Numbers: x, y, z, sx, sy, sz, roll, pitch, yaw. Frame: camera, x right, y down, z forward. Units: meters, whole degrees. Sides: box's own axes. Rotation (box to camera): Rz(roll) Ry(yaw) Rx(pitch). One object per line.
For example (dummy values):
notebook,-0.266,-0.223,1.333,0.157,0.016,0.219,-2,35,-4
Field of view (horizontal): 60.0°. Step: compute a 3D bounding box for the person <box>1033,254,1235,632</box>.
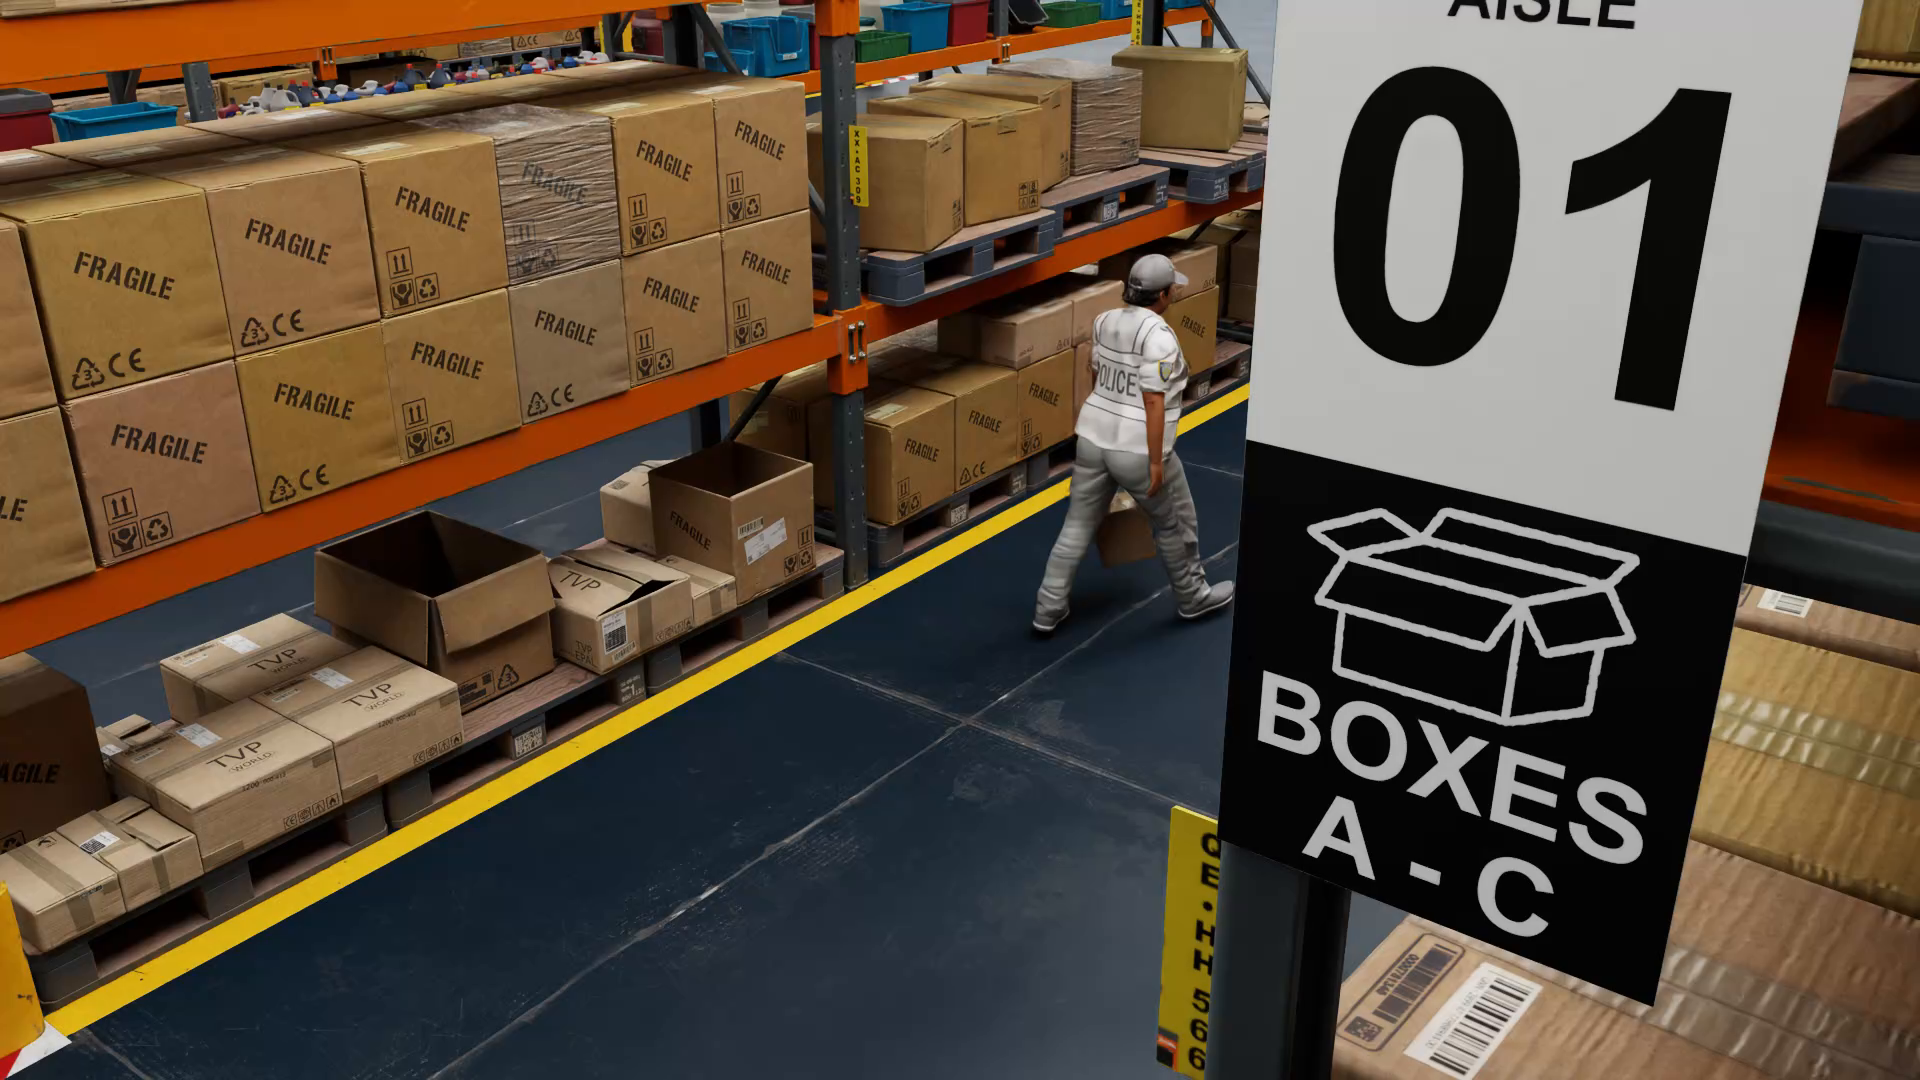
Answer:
person,0.738,-0.408,7.056,0.923,1.612,0.526,-17,29,-33
